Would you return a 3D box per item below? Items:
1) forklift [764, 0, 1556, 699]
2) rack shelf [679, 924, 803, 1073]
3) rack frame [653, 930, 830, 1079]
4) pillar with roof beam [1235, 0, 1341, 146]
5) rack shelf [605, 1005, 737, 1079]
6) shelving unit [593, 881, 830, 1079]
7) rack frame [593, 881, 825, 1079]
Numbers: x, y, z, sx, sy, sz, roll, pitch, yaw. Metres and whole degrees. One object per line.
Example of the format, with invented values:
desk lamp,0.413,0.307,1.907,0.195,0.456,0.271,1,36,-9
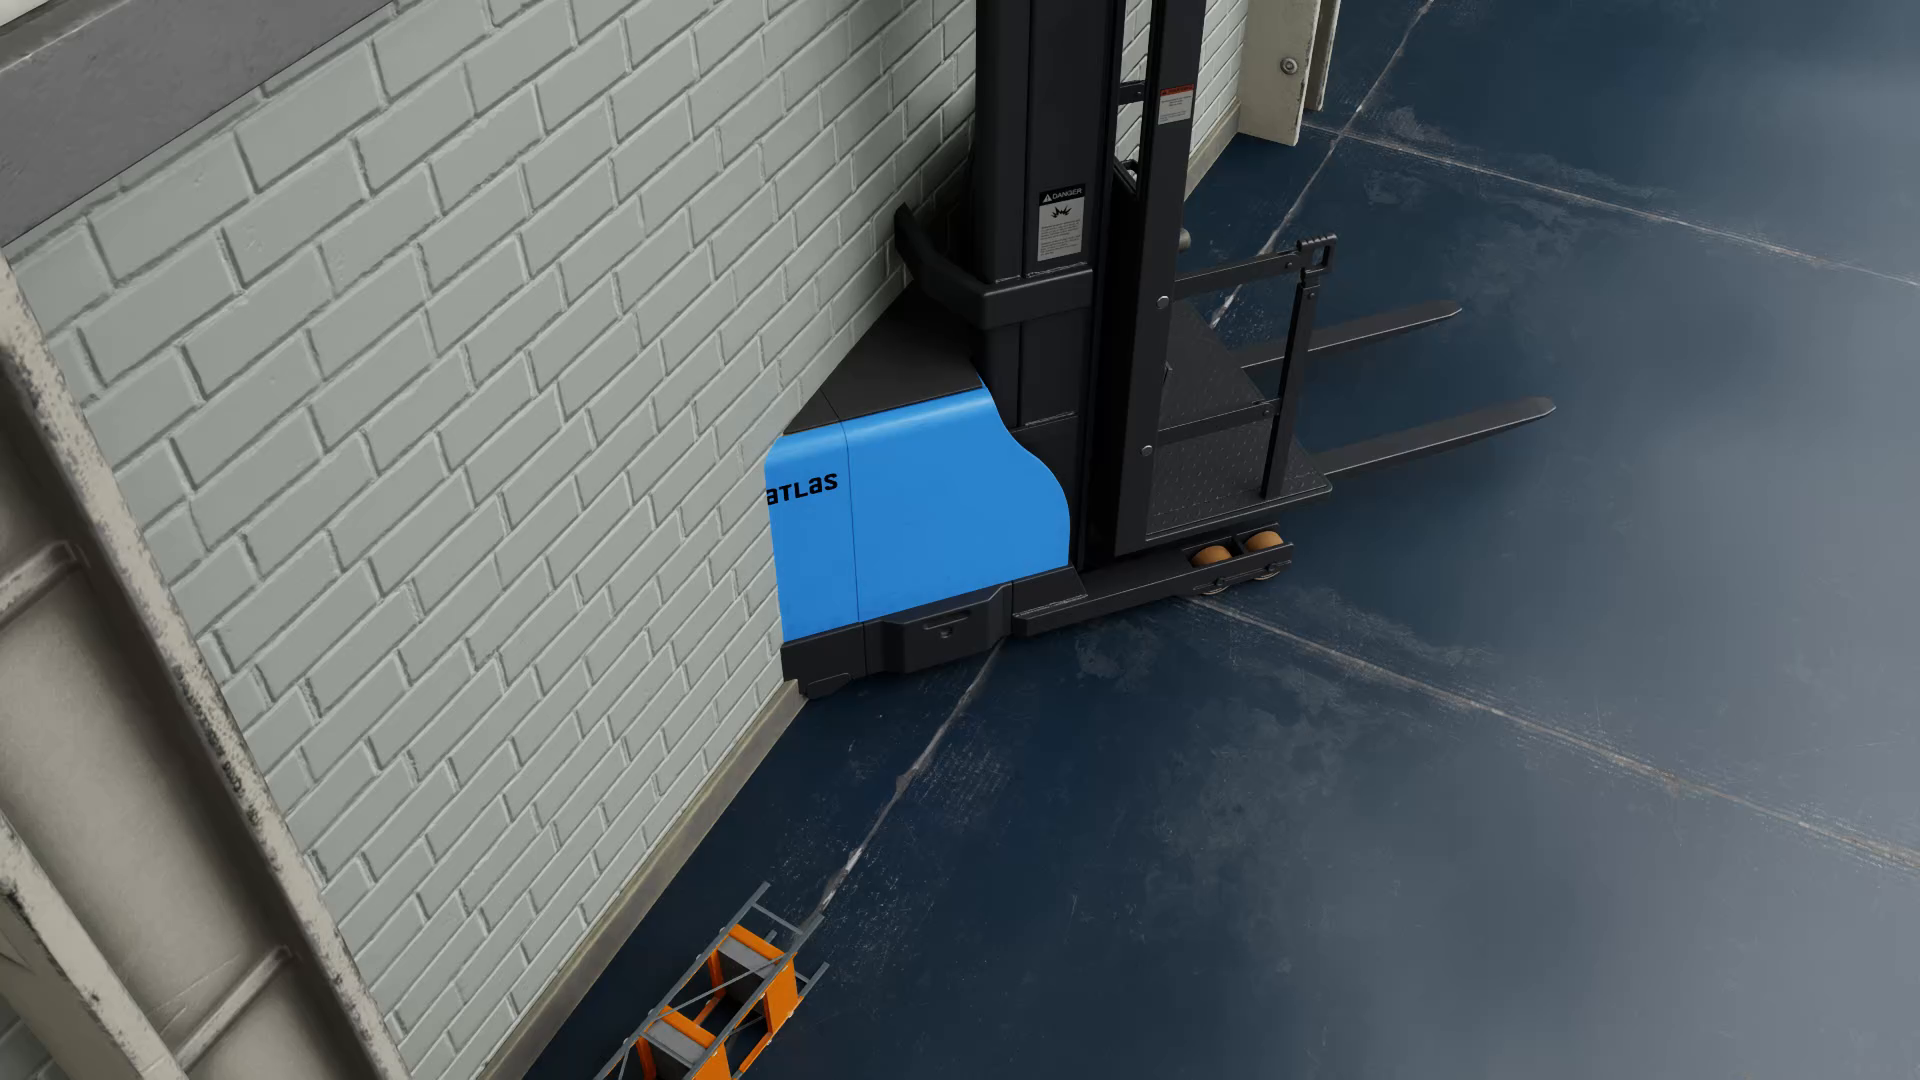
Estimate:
forklift,0.584,-1.186,4.862,3.031,2.935,1.130,-15,47,-14
rack shelf,-0.581,1.196,4.386,0.215,0.240,0.259,25,50,23
rack frame,-0.732,1.444,4.313,0.200,0.008,1.050,25,50,23
pillar with roof beam,5.275,-3.694,3.074,9.100,9.000,0.400,20,49,19
rack shelf,-0.737,1.365,4.220,0.215,0.240,0.259,25,50,23
shelving unit,-0.732,1.358,4.226,0.215,0.252,1.050,25,50,23
rack frame,-0.732,1.273,4.139,0.200,0.008,1.050,25,50,23
